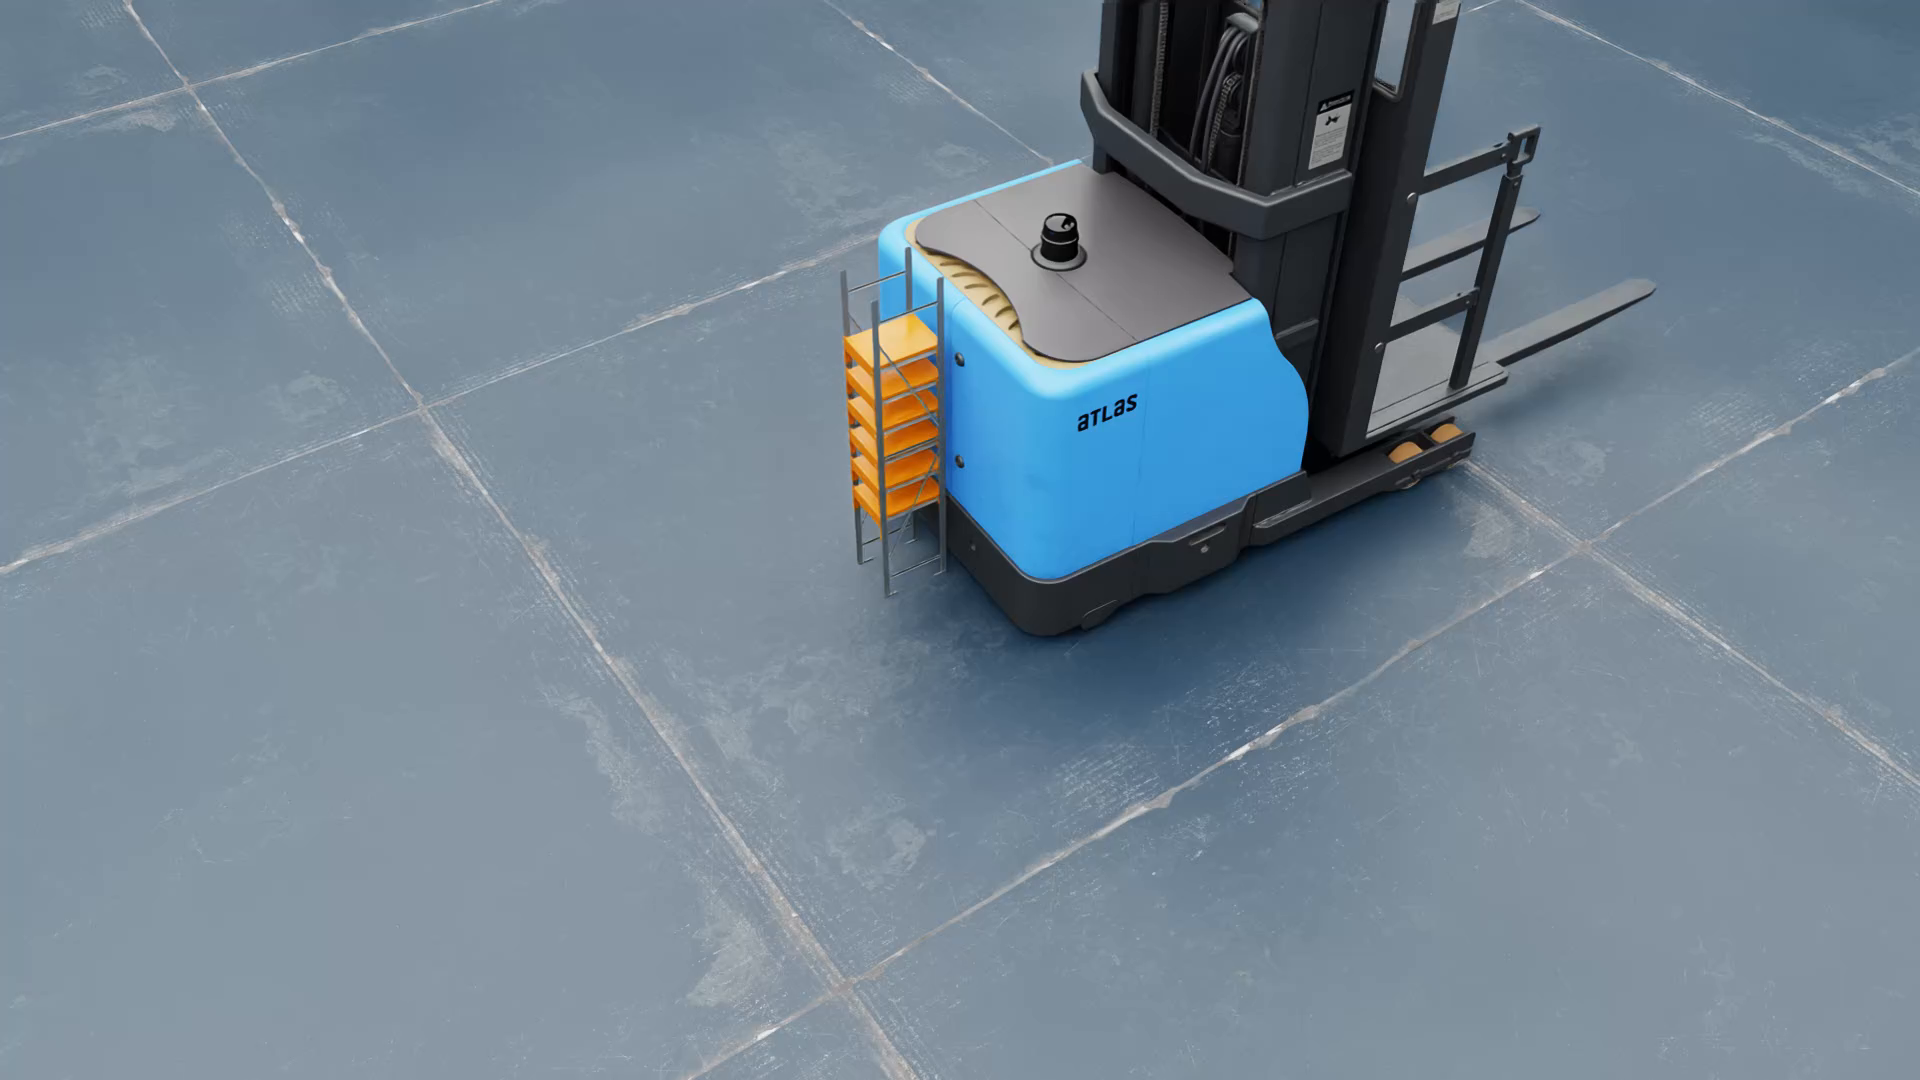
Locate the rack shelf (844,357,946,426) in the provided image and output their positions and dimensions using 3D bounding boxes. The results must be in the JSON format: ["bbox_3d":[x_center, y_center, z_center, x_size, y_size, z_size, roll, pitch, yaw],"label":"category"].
[{"bbox_3d":[-0.199,-0.480,5.101,0.258,0.103,0.180,-23,48,-22],"label":"rack shelf"}]

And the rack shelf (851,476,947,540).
[{"bbox_3d":[-0.199,-0.133,5.432,0.258,0.103,0.180,-23,48,-22],"label":"rack shelf"}]

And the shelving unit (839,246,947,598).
[{"bbox_3d":[-0.199,-0.339,5.236,0.258,1.200,0.189,-23,48,-22],"label":"shelving unit"}]

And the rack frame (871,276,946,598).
[{"bbox_3d":[-0.150,-0.285,5.179,0.240,1.200,0.006,-23,48,-22],"label":"rack frame"}]

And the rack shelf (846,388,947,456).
[{"bbox_3d":[-0.199,-0.393,5.183,0.258,0.103,0.180,-23,48,-22],"label":"rack shelf"}]

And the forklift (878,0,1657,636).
[{"bbox_3d":[1.249,-1.531,5.231,3.031,2.935,1.130,-23,48,-22],"label":"forklift"}]

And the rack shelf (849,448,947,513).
[{"bbox_3d":[-0.199,-0.220,5.349,0.258,0.103,0.180,-23,48,-22],"label":"rack shelf"}]

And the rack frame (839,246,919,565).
[{"bbox_3d":[-0.247,-0.392,5.292,0.240,1.200,0.006,-23,48,-22],"label":"rack frame"}]

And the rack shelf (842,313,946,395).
[{"bbox_3d":[-0.199,-0.567,5.018,0.258,0.103,0.180,-23,48,-22],"label":"rack shelf"}]

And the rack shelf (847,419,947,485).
[{"bbox_3d":[-0.199,-0.306,5.266,0.258,0.103,0.180,-23,48,-22],"label":"rack shelf"}]
